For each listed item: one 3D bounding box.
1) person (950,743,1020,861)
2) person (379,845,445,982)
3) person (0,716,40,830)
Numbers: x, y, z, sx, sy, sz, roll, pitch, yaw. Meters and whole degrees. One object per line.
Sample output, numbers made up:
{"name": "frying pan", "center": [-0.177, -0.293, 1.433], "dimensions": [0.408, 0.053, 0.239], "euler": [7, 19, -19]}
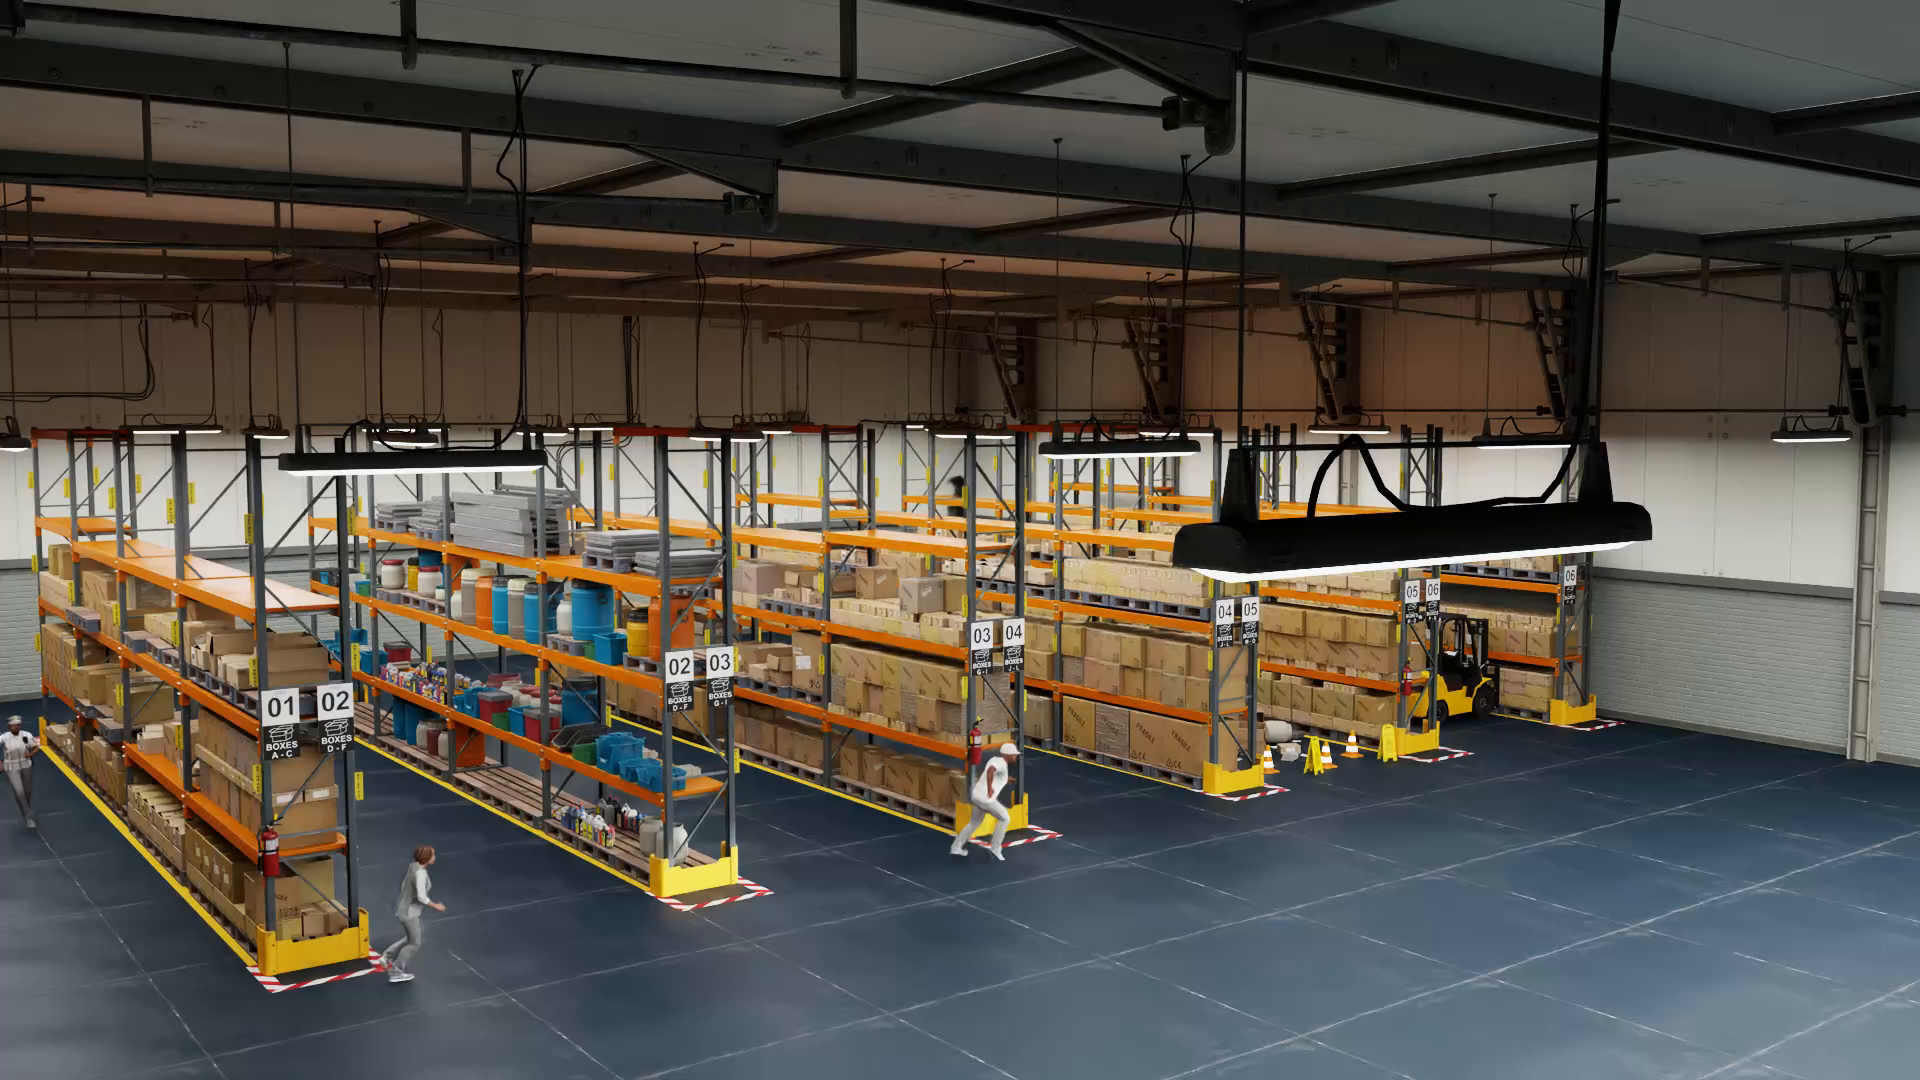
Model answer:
{"name": "person", "center": [0.361, 3.704, 23.303], "dimensions": [1.009, 1.700, 0.750], "euler": [-1, 5, -13]}
{"name": "person", "center": [-6.075, 4.130, 18.427], "dimensions": [0.701, 1.509, 0.536], "euler": [-2, 5, -25]}
{"name": "person", "center": [-14.342, 3.506, 25.278], "dimensions": [0.650, 1.725, 0.818], "euler": [-4, 6, -42]}
